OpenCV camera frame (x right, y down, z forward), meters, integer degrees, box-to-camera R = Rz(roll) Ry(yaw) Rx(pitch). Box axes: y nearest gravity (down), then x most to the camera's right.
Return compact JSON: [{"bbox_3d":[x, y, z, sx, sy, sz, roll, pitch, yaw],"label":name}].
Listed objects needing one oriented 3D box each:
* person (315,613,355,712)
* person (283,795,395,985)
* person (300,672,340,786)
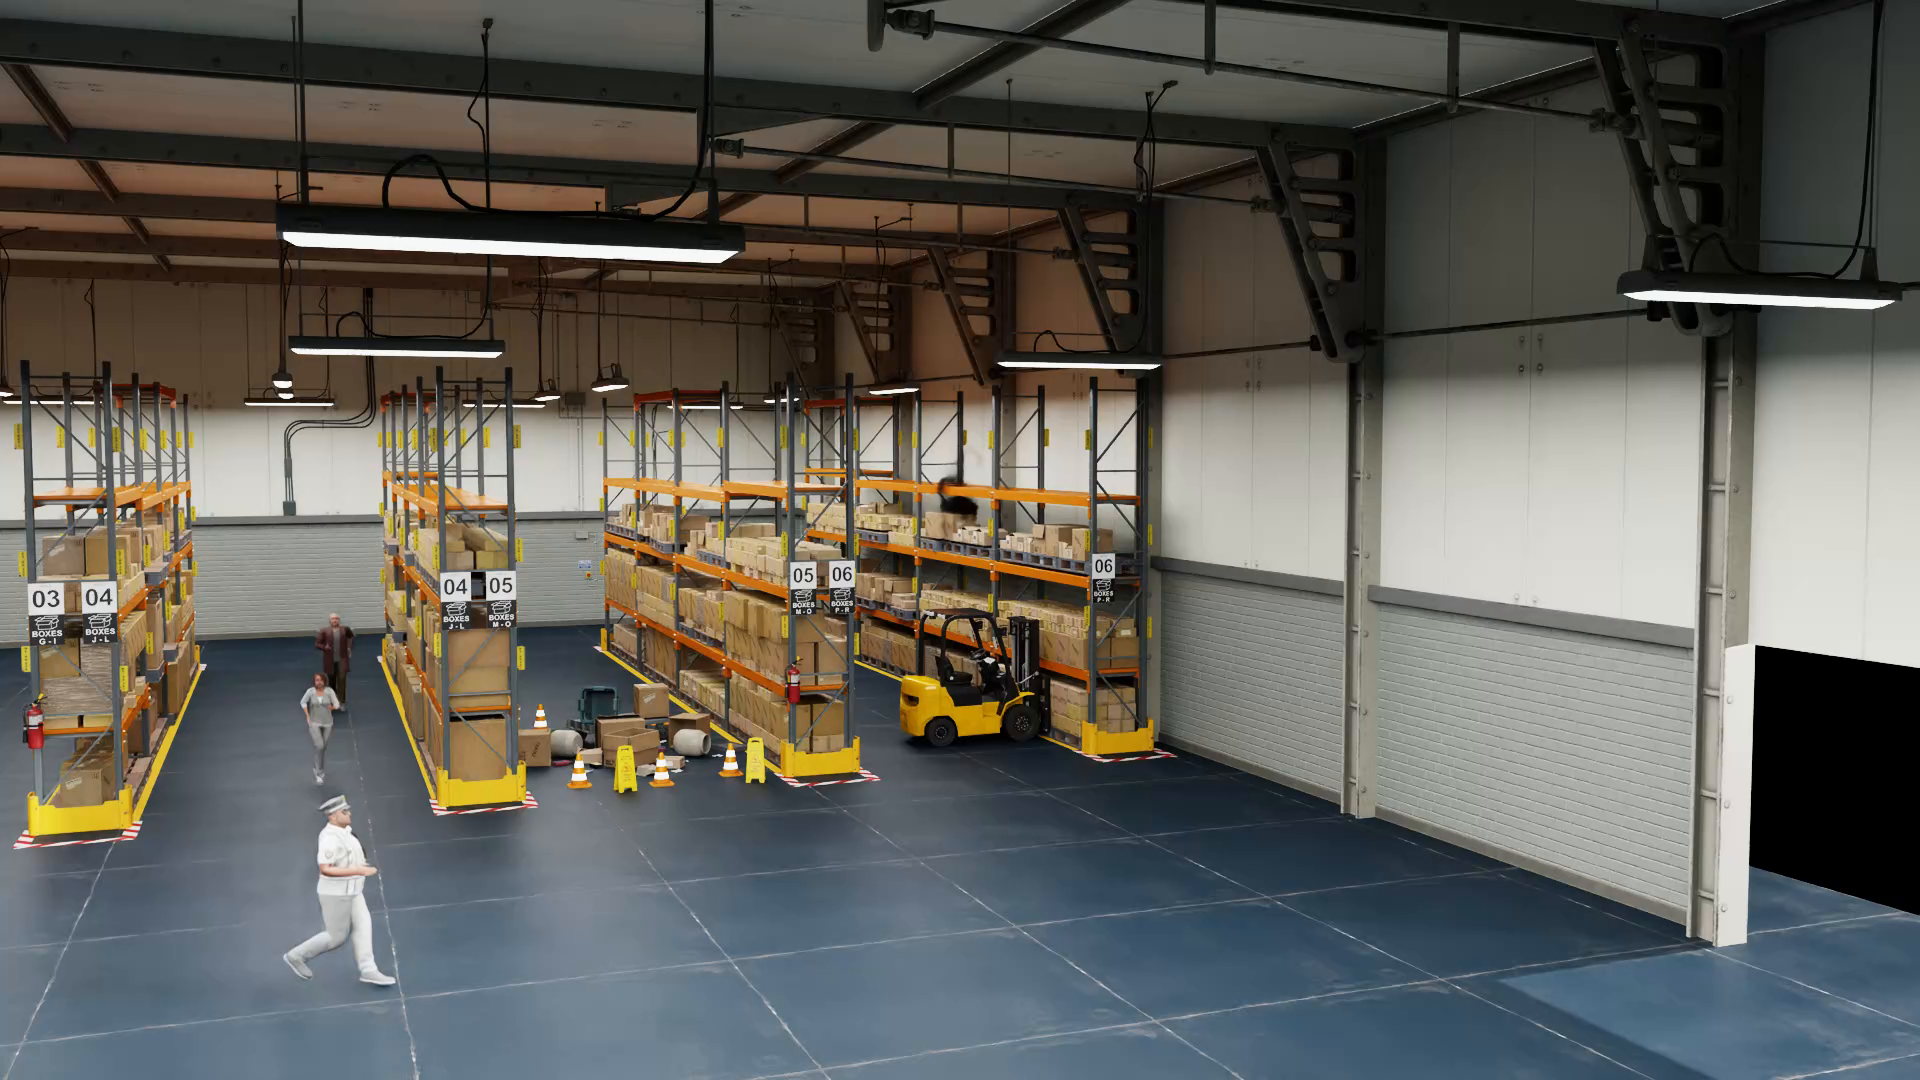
[{"bbox_3d":[-11.572,2.239,30.822,0.707,1.781,1.049,-2,4,-25],"label":"person"},{"bbox_3d":[-5.658,3.200,15.144,0.954,1.779,0.664,0,3,-4],"label":"person"},{"bbox_3d":[-9.339,2.749,24.328,0.509,1.650,0.721,-2,4,-32],"label":"person"}]
